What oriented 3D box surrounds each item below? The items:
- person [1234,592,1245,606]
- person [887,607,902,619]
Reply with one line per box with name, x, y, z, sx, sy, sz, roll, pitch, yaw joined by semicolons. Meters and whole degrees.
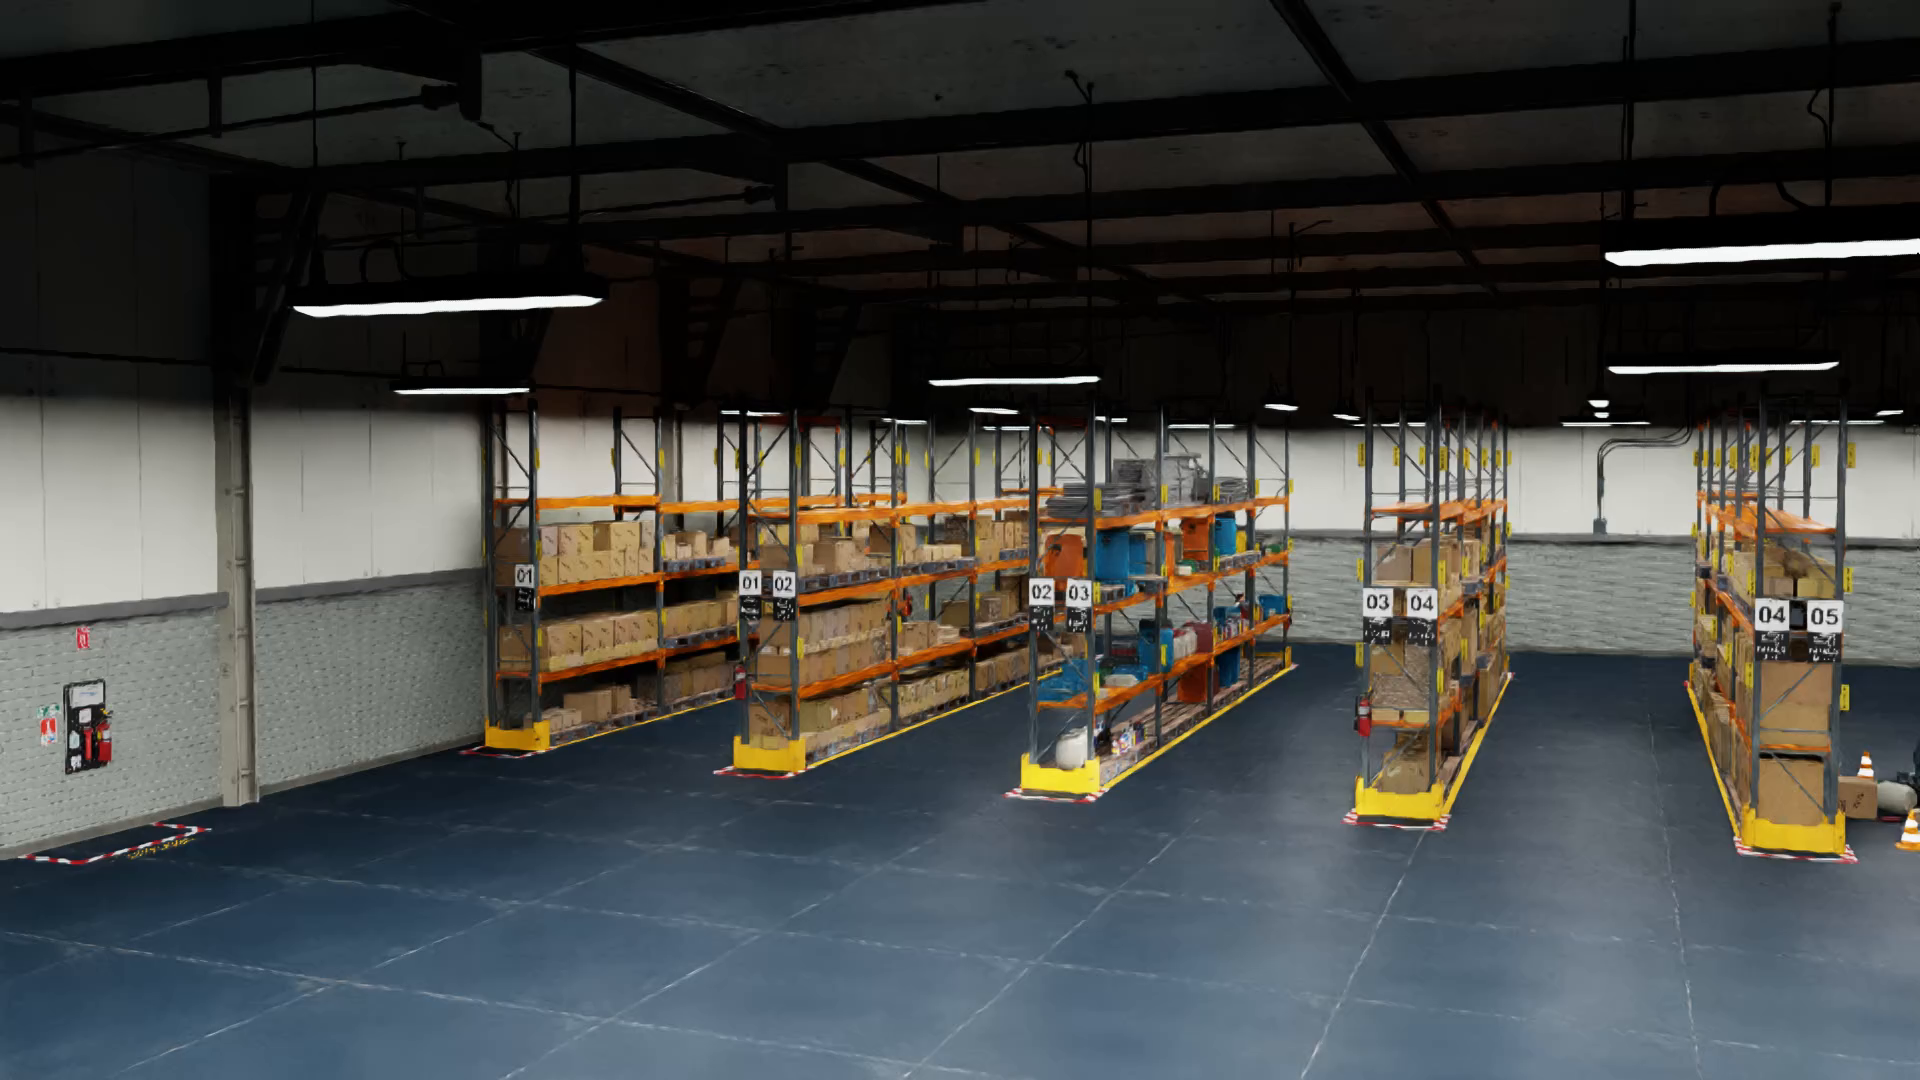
person;7.050;2.115;41.452;0.690;1.661;0.554;-2;3;-32
person;-1.730;1.899;44.686;0.674;1.782;0.514;-3;4;-43
